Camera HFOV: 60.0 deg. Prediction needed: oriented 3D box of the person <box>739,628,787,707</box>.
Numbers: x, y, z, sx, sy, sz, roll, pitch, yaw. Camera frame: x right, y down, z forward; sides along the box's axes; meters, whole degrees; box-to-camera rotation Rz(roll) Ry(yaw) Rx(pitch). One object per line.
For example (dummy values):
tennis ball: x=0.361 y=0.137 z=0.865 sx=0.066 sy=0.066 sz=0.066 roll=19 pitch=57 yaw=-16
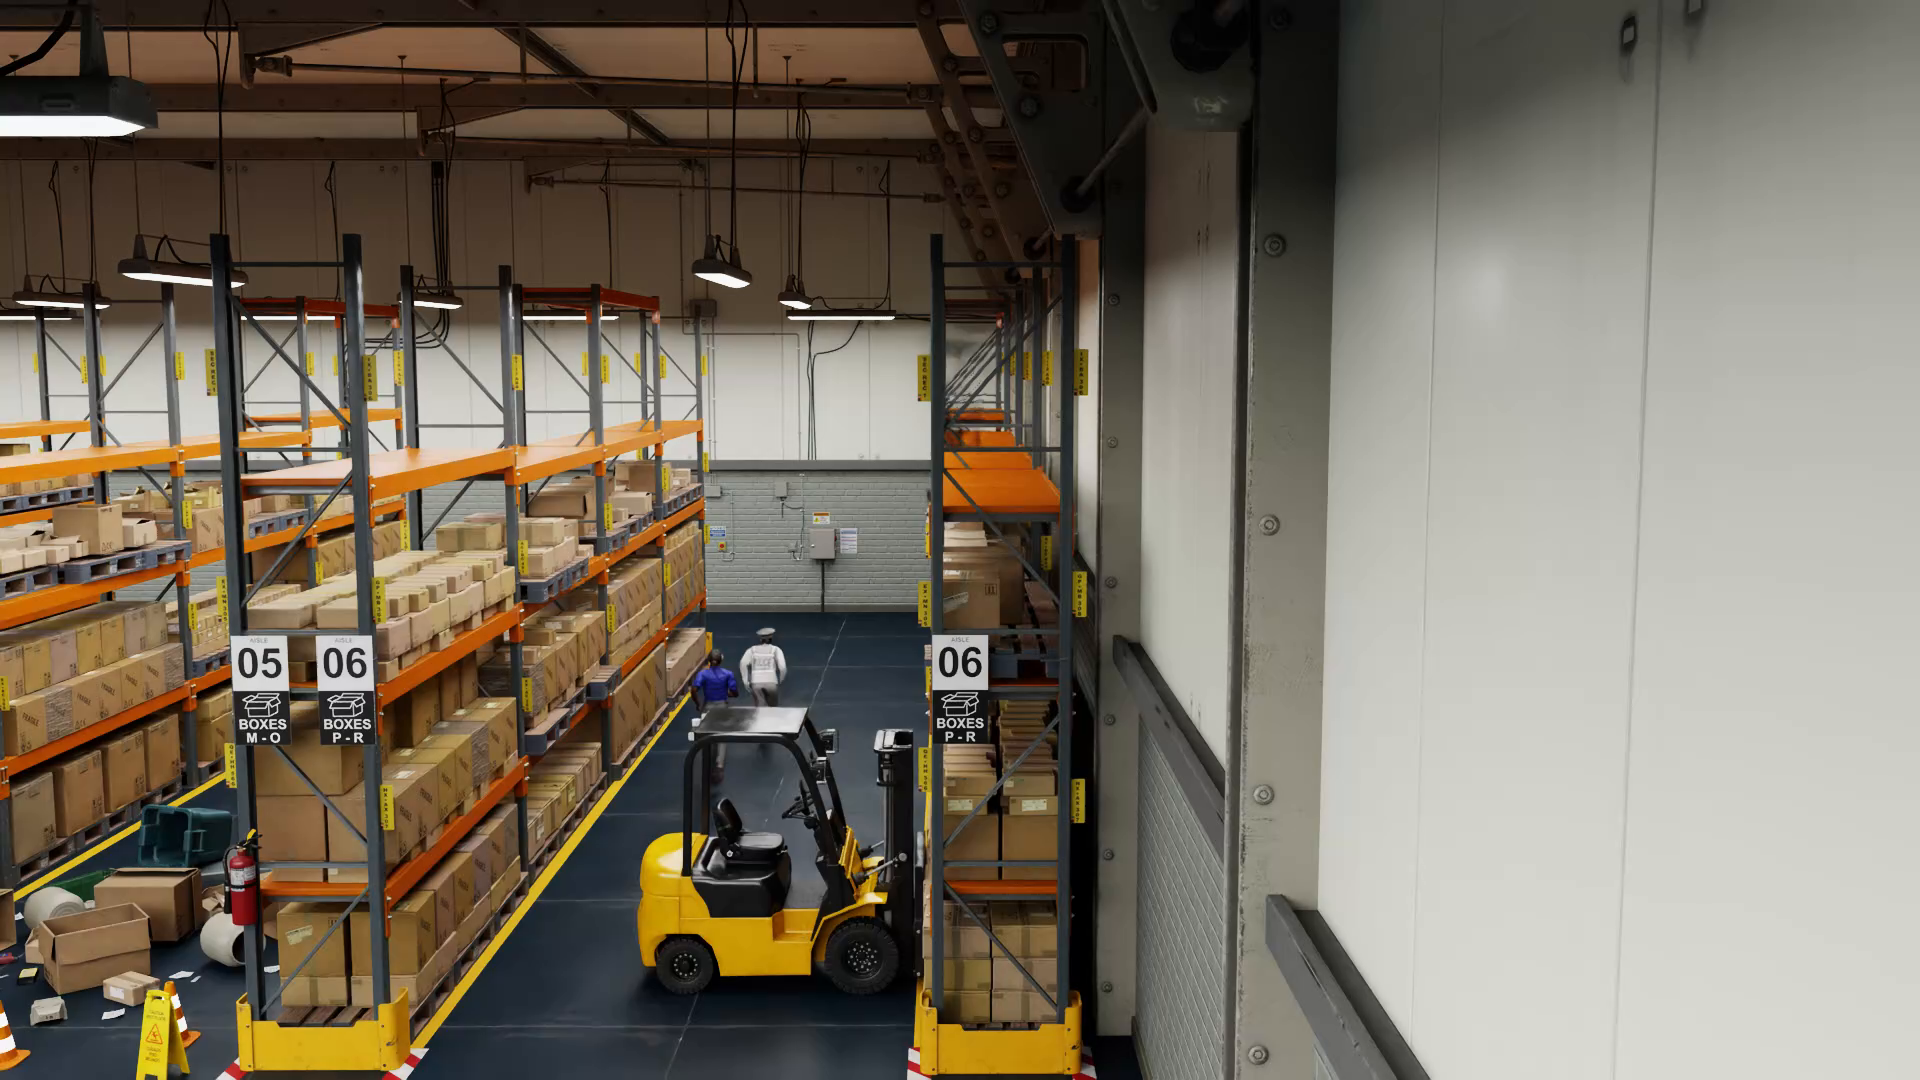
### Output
person: x=-2.635 y=1.987 z=22.177 sx=0.637 sy=1.521 sz=0.868 roll=0 pitch=6 yaw=1

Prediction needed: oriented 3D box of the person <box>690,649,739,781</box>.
person: x=-2.952 y=2.136 z=20.088 sx=0.580 sy=1.666 sz=0.910 roll=-1 pitch=6 yaw=-6
